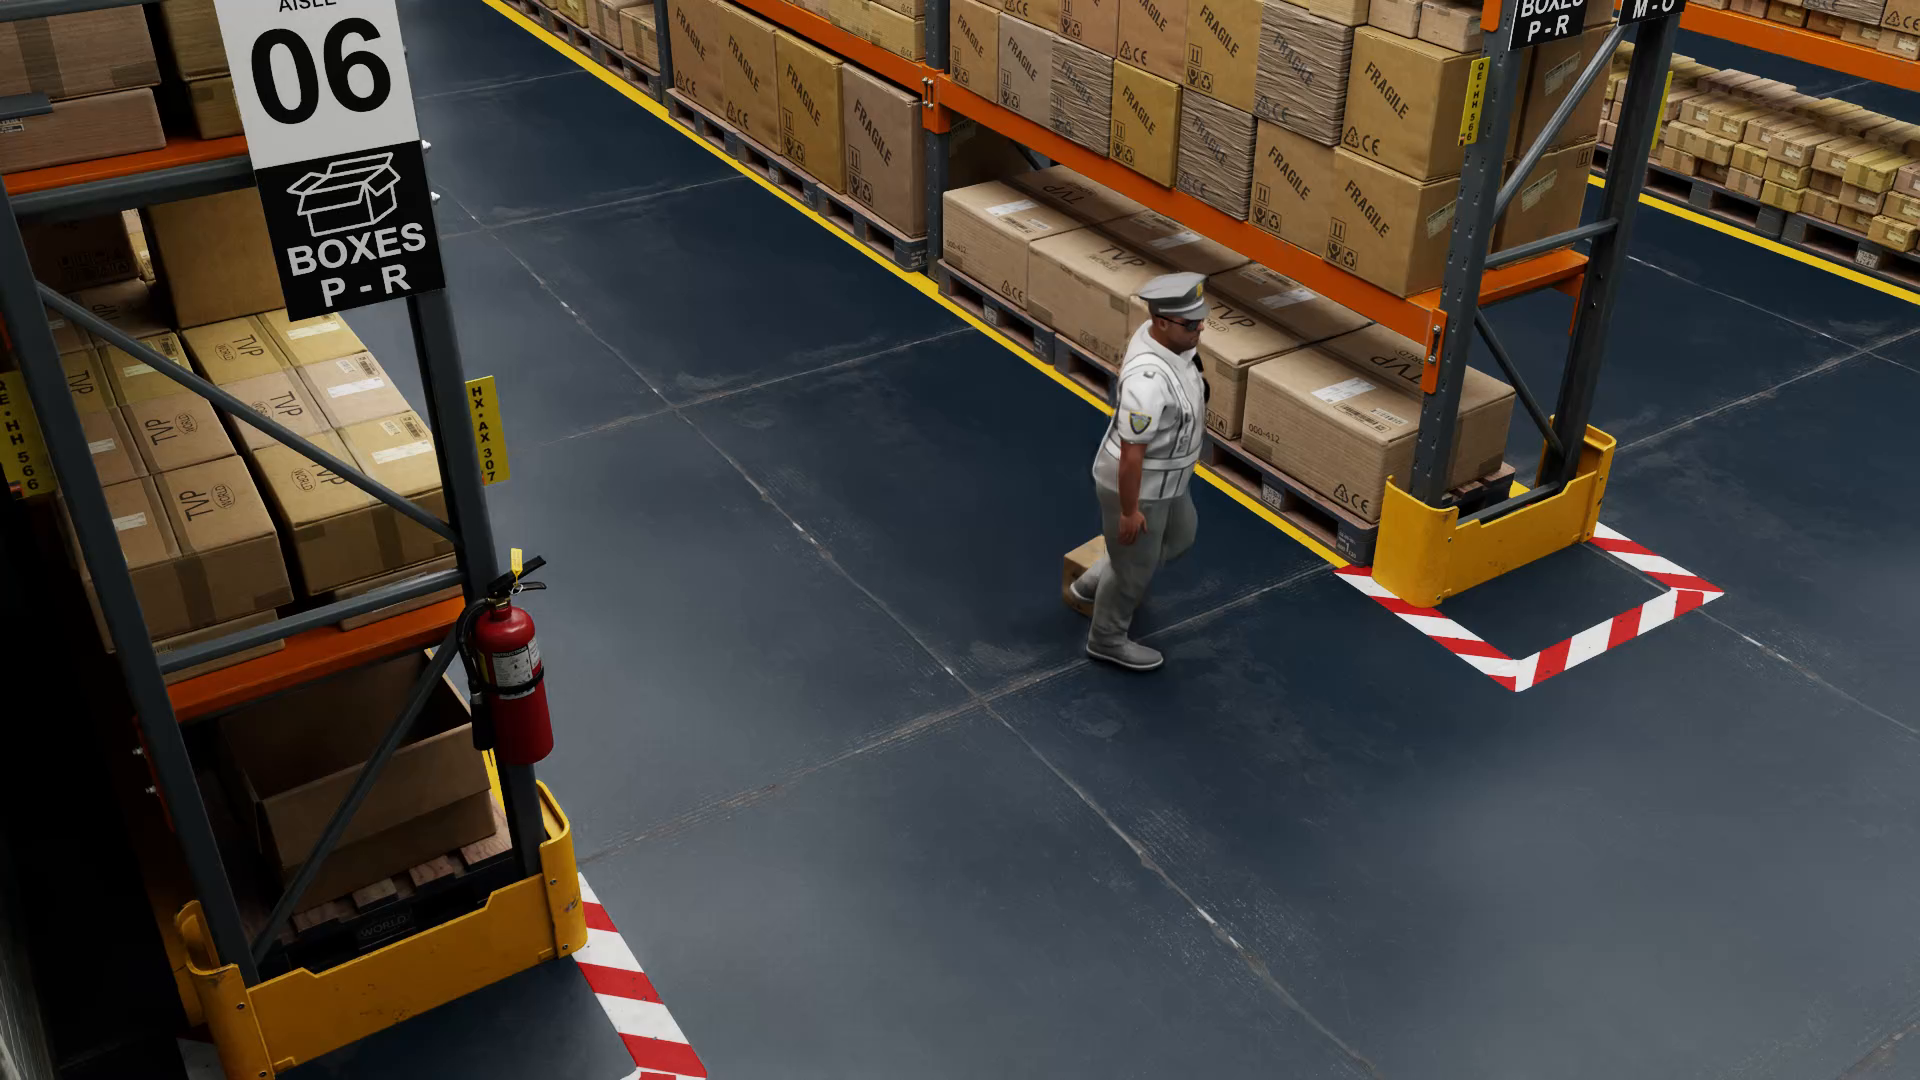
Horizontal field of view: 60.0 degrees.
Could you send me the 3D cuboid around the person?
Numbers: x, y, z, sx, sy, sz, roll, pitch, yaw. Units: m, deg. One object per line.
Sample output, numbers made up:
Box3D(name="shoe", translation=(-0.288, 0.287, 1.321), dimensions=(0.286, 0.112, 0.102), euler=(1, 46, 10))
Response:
Box3D(name="person", translation=(0.758, -0.240, 6.474), dimensions=(0.478, 1.749, 0.581), euler=(11, 34, 17))
